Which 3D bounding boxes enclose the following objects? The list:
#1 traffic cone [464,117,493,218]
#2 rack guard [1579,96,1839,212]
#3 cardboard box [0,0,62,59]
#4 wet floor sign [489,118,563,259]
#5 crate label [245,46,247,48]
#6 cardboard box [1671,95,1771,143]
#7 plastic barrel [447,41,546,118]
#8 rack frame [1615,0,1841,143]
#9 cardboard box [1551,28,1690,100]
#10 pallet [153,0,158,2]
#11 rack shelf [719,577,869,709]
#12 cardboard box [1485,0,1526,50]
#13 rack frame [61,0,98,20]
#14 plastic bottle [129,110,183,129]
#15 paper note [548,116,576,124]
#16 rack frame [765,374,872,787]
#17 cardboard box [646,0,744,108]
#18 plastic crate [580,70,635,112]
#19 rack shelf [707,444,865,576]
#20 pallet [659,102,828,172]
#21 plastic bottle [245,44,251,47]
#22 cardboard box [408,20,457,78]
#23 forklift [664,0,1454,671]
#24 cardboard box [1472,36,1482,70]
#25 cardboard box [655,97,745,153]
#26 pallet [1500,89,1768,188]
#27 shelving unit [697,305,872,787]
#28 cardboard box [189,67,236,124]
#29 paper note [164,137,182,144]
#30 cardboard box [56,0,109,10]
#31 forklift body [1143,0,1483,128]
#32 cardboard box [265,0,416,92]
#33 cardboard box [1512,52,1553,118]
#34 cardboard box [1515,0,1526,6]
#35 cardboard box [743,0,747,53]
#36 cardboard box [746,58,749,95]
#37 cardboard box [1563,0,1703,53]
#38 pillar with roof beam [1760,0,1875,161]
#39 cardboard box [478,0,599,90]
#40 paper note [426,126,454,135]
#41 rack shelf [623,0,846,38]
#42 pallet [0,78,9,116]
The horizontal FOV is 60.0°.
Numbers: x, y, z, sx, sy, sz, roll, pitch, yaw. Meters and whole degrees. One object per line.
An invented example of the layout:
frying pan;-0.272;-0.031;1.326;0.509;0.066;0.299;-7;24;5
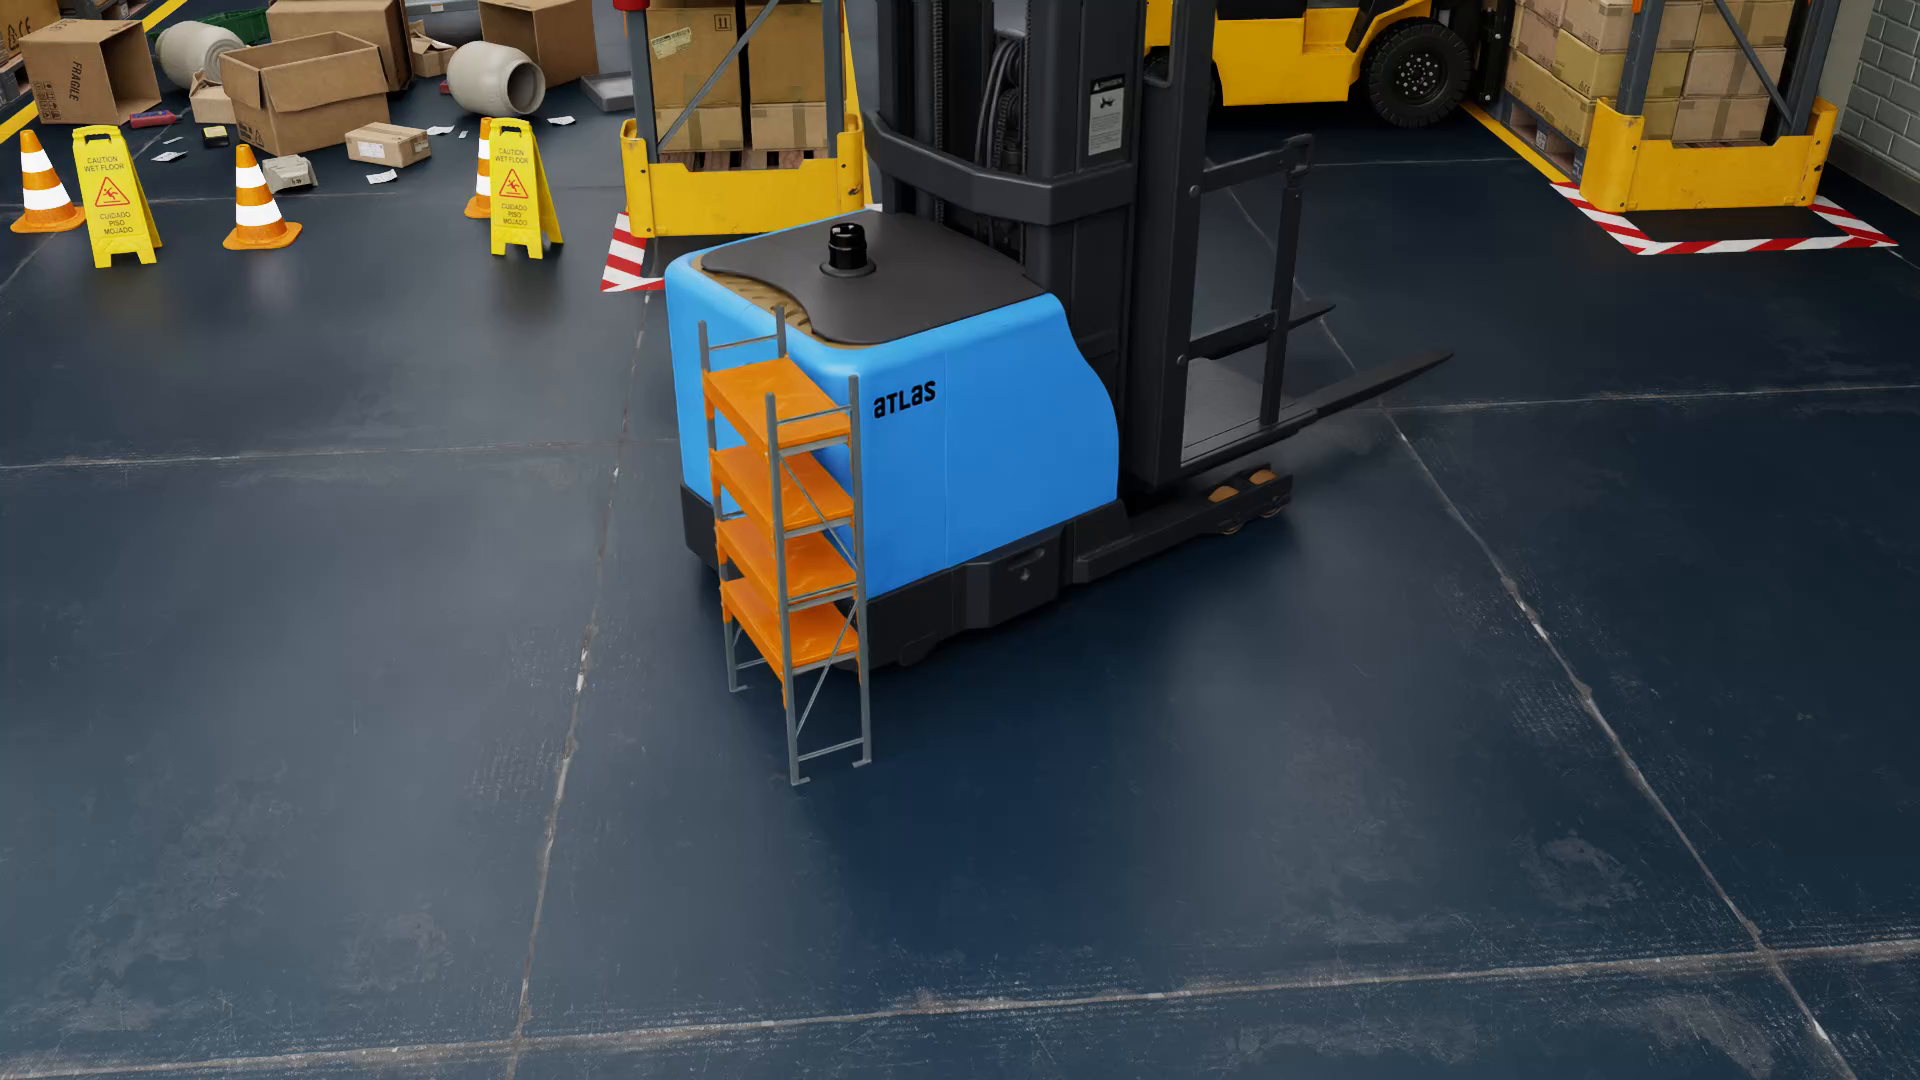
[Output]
traffic cone;-2.392;-1.932;8.534;0.336;0.463;0.334;-3;31;-5
rack guard;3.877;-2.018;8.641;1.175;0.500;0.348;-3;31;-5
cardboard box;-6.371;-3.561;10.449;0.875;0.875;0.875;-2;31;-4
wet floor sign;-2.115;-1.705;7.974;0.267;0.644;0.232;8;32;13
crate label;-4.702;-3.123;10.846;0.250;0.136;0.298;27;40;37
cardboard box;4.023;-2.363;9.053;0.500;0.250;0.500;-3;31;-4
plastic barrel;-2.767;-2.740;9.924;0.512;0.421;0.421;20;36;29
rack frame;3.875;-3.103;8.020;1.000;3.000;0.127;-3;31;-5
cardboard box;3.518;-2.551;8.881;0.500;0.250;0.500;-3;31;-5
pallet;-6.624;-4.435;12.968;1.003;0.211;1.213;-3;31;-5
rack shelf;-0.471;0.254;4.673;0.258;0.148;0.480;-15;34;-23
cardboard box;3.413;-3.070;9.750;0.500;0.250;0.500;-3;31;-6
rack frame;-6.360;-4.617;10.555;1.000;3.000;0.127;-3;31;-5
plastic bottle;-4.775;-2.504;9.883;0.283;0.061;0.133;-14;33;-22
paper note;-2.375;-2.510;9.922;0.142;0.019;0.148;-14;33;-22
rack frame;-0.360;0.137;4.350;0.240;1.200;0.015;-15;34;-23
cardboard box;-1.402;-2.582;8.688;0.500;0.500;0.500;-3;31;-4
plastic crate;-2.111;-2.811;10.379;0.402;0.080;0.583;-14;33;-22
rack shelf;-0.471;-0.108;4.456;0.258;0.148;0.480;-15;34;-23
pallet;-1.115;-2.122;9.096;1.003;0.211;1.213;-3;31;-5
plastic bottle;-4.831;-3.287;11.193;0.133;0.061;0.283;-20;36;-30
cardboard box;-3.502;-3.213;10.871;0.396;0.266;0.258;27;40;37
forklift;0.551;-1.470;5.353;3.031;2.935;1.130;-22;37;-32
cardboard box;3.370;-3.102;10.290;0.500;0.250;0.500;-2;31;-3
cardboard box;-1.413;-2.275;8.906;0.500;0.250;0.500;-3;31;-5
pallet;3.761;-2.295;9.386;1.003;0.211;1.213;-3;31;-5
shelving unit;-0.471;0.026;4.537;0.258;1.200;0.503;-15;34;-23
cardboard box;-4.365;-2.654;9.934;0.396;0.266;0.258;2;31;4
paper note;-4.545;-2.309;9.606;0.032;0.001;0.123;13;33;21
cardboard box;-6.507;-4.144;11.547;1.050;0.750;0.750;-3;31;-5
forklift body;1.881;-3.620;9.712;2.313;2.155;1.214;-3;31;-5
cardboard box;-3.847;-3.103;10.321;0.797;0.637;0.503;-3;31;-5
cardboard box;3.479;-2.582;9.420;0.500;0.250;0.500;-3;31;-5
cardboard box;3.410;-3.270;9.596;0.500;0.250;0.500;-2;31;-4
cardboard box;-1.494;-3.106;9.566;0.500;0.500;0.500;-3;31;-6
cardboard box;-1.505;-2.795;9.776;0.500;0.250;0.500;-4;31;-6
cardboard box;3.521;-2.753;8.730;0.500;0.250;0.500;-2;31;-3
pillar with roof beam;0.421;-5.871;6.804;9.100;9.000;0.400;-3;31;-5
cardboard box;-2.695;-3.221;10.653;0.500;0.500;0.500;20;36;29
paper note;-3.067;-2.412;9.770;0.148;0.019;0.142;8;32;13
rack shelf;-1.254;-3.576;9.513;1.077;0.370;4.000;-3;31;-5
pallet;-6.249;-2.404;9.568;1.003;0.211;1.213;-3;31;-5
